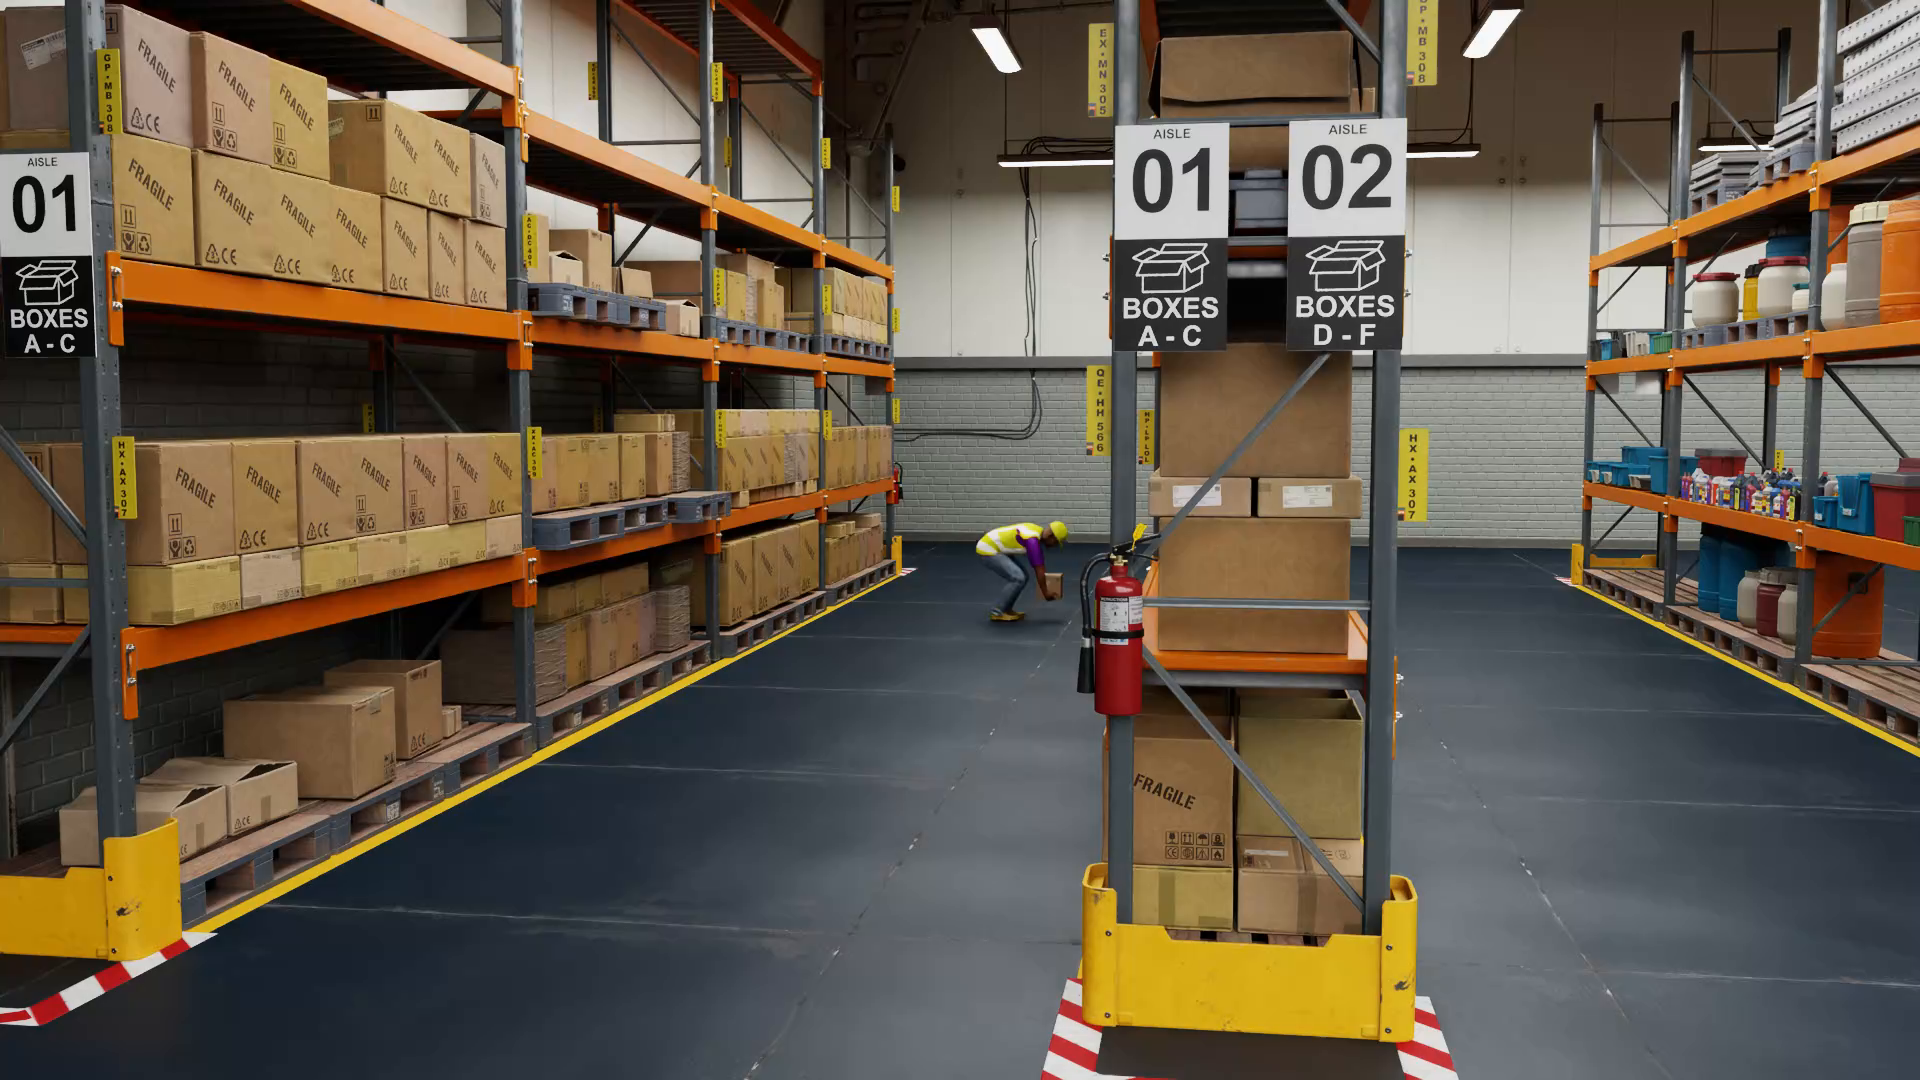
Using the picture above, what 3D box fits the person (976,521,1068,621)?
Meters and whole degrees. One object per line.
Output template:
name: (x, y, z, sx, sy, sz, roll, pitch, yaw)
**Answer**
person: (0.651, 0.321, 17.536, 0.965, 1.042, 0.522, 0, 4, 6)
